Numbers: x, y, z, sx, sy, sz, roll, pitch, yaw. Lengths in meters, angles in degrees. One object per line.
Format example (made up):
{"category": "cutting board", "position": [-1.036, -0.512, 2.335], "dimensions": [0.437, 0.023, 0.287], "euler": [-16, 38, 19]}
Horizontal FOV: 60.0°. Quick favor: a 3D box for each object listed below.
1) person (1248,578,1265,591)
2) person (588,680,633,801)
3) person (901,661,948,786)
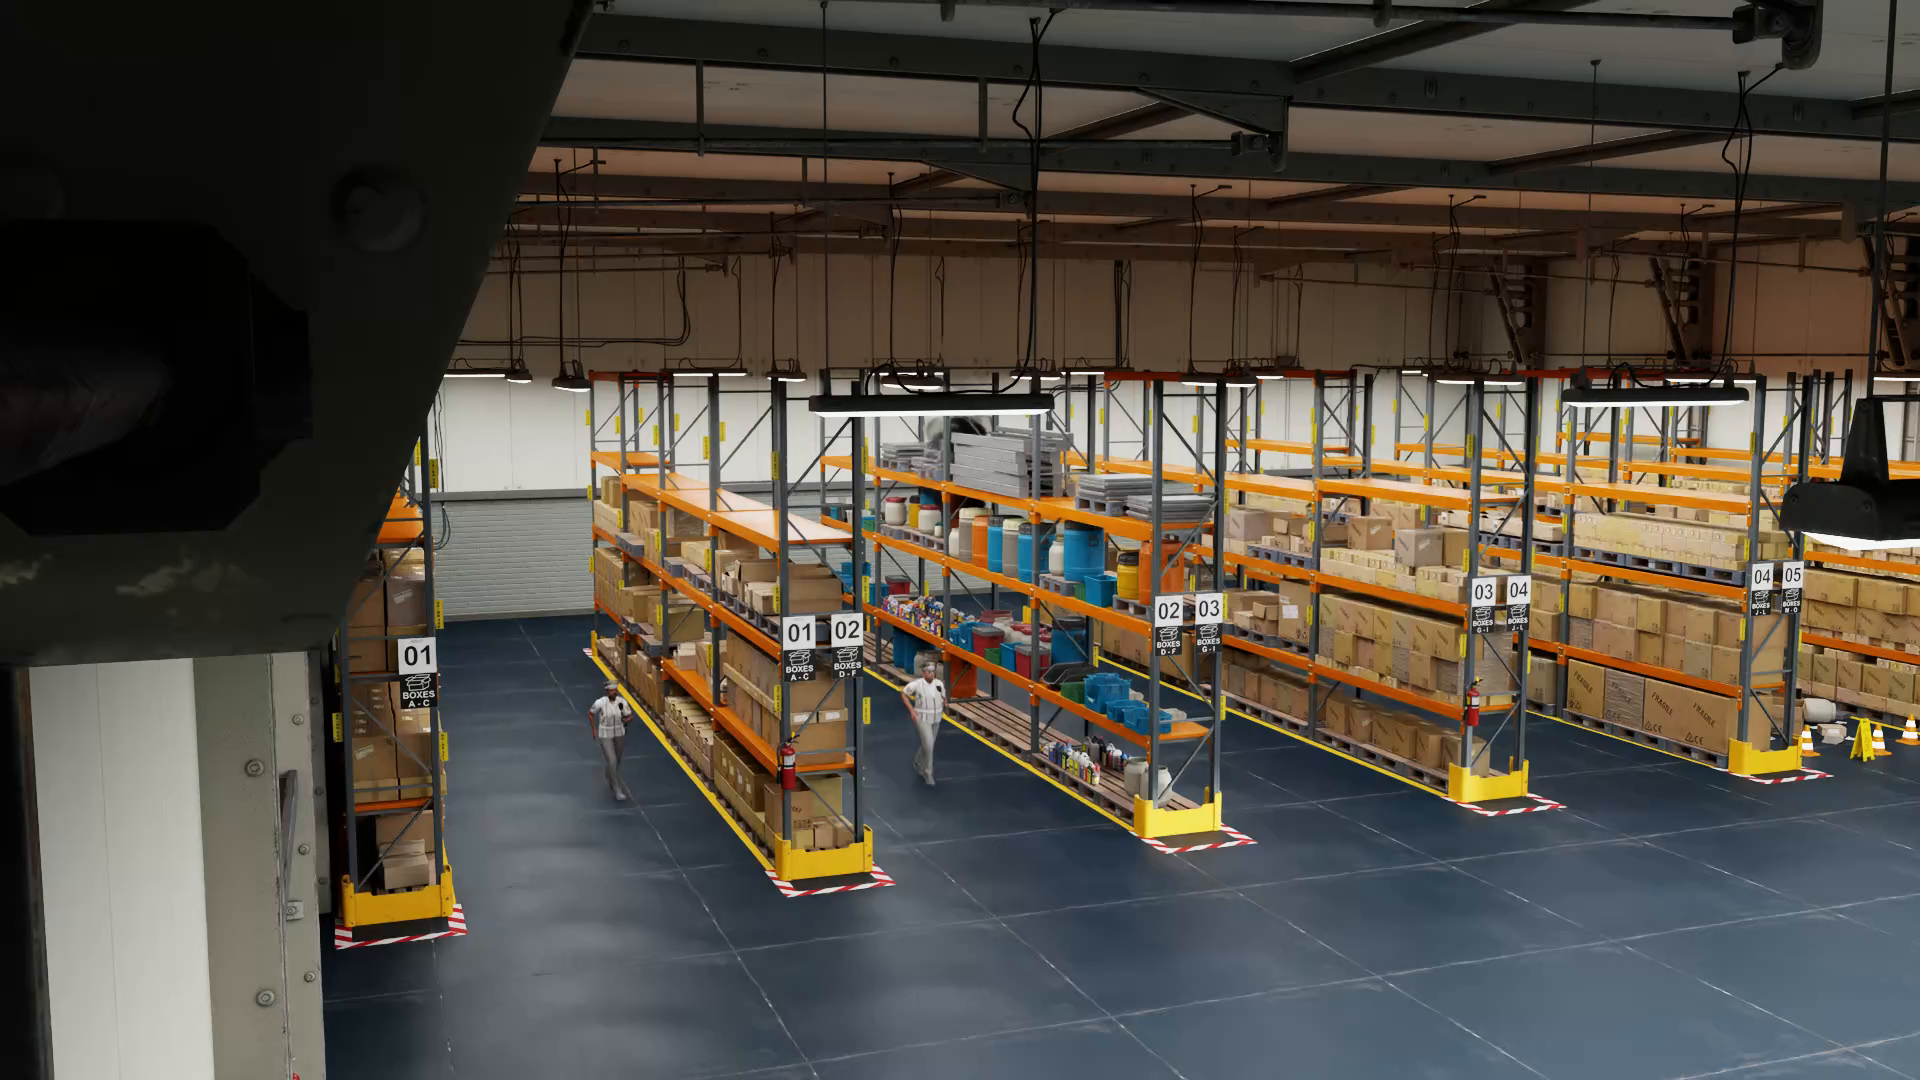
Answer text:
{"category": "person", "position": [7.528, 0.841, 42.036], "dimensions": [0.627, 1.558, 0.508], "euler": [-4, 8, -33]}
{"category": "person", "position": [-4.986, 2.811, 23.820], "dimensions": [0.574, 1.684, 0.920], "euler": [-4, 7, -31]}
{"category": "person", "position": [-0.483, 2.707, 24.721], "dimensions": [0.642, 1.854, 0.817], "euler": [-5, 8, -36]}
